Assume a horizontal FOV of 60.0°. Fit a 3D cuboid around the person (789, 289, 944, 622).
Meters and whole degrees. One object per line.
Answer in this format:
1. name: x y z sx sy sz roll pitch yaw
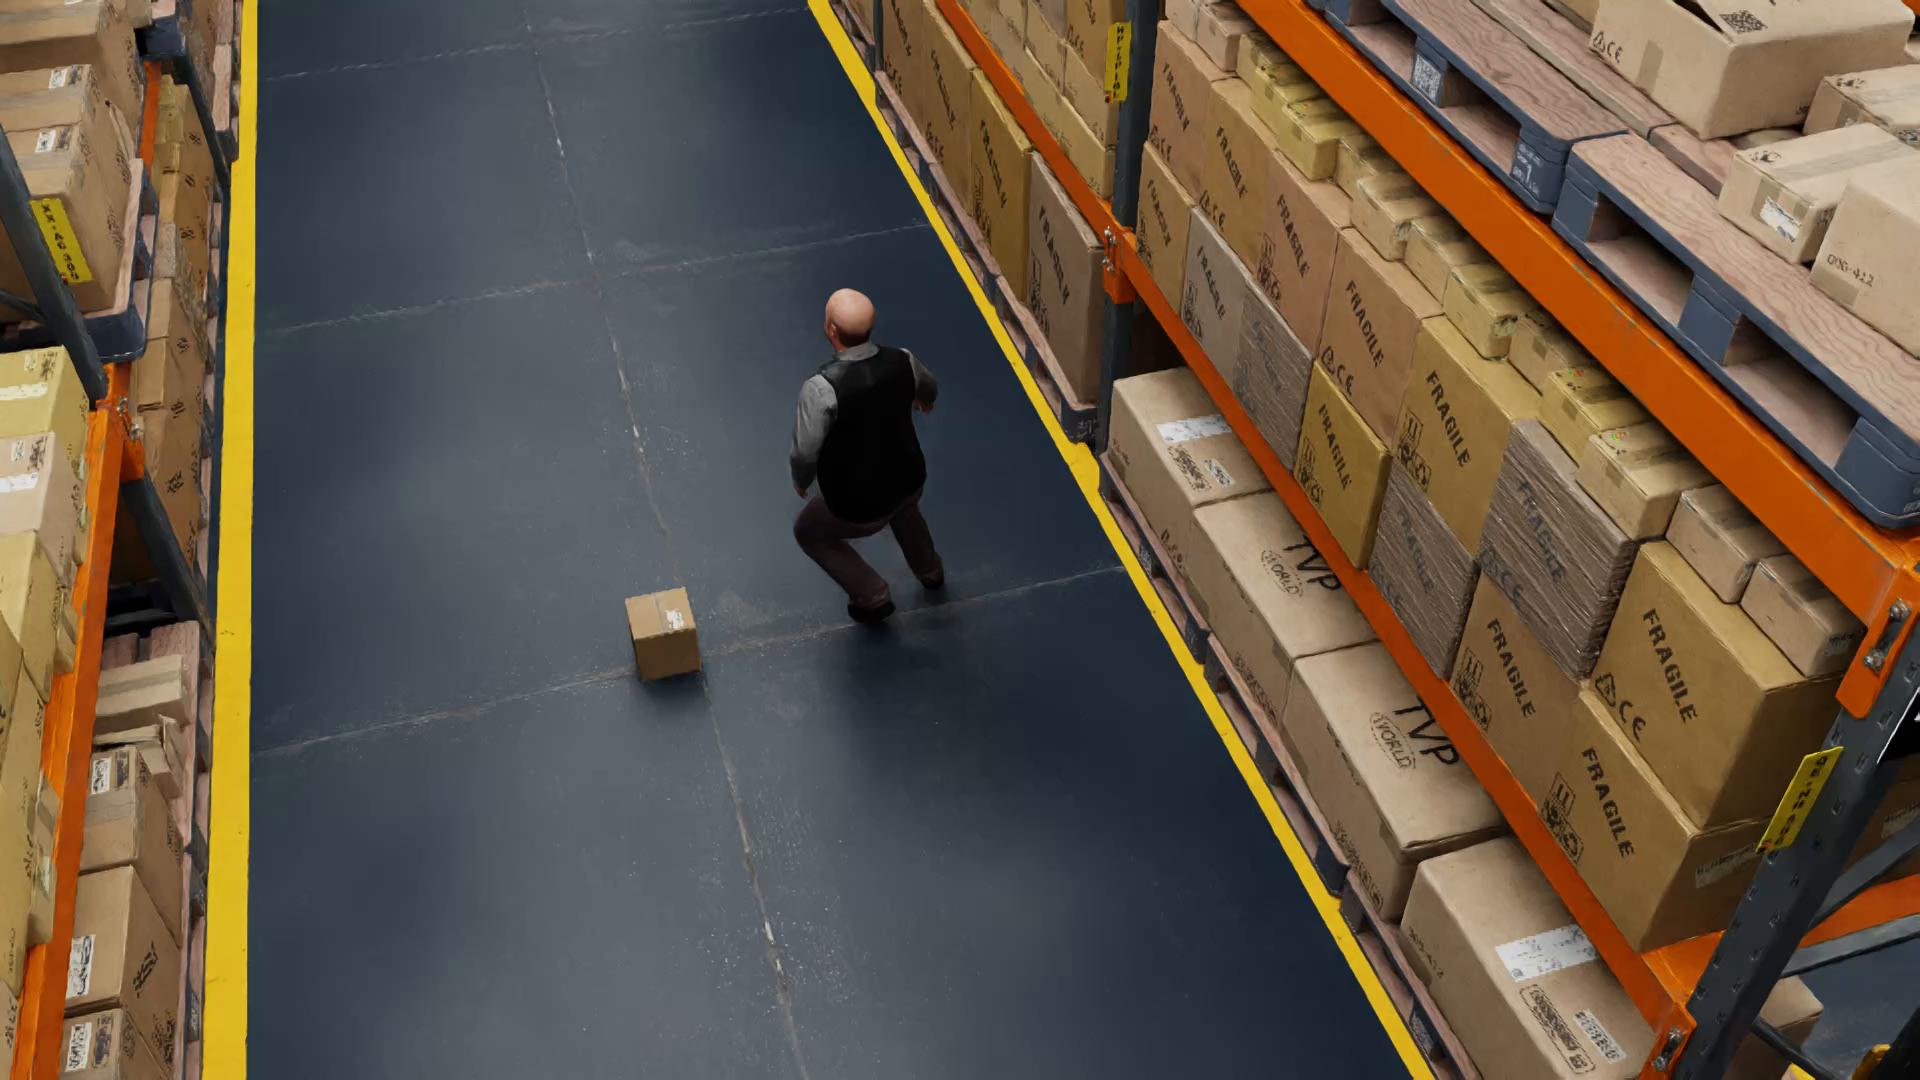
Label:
1. person: -0.340 -0.290 6.600 0.517 1.657 0.911 32 51 31
